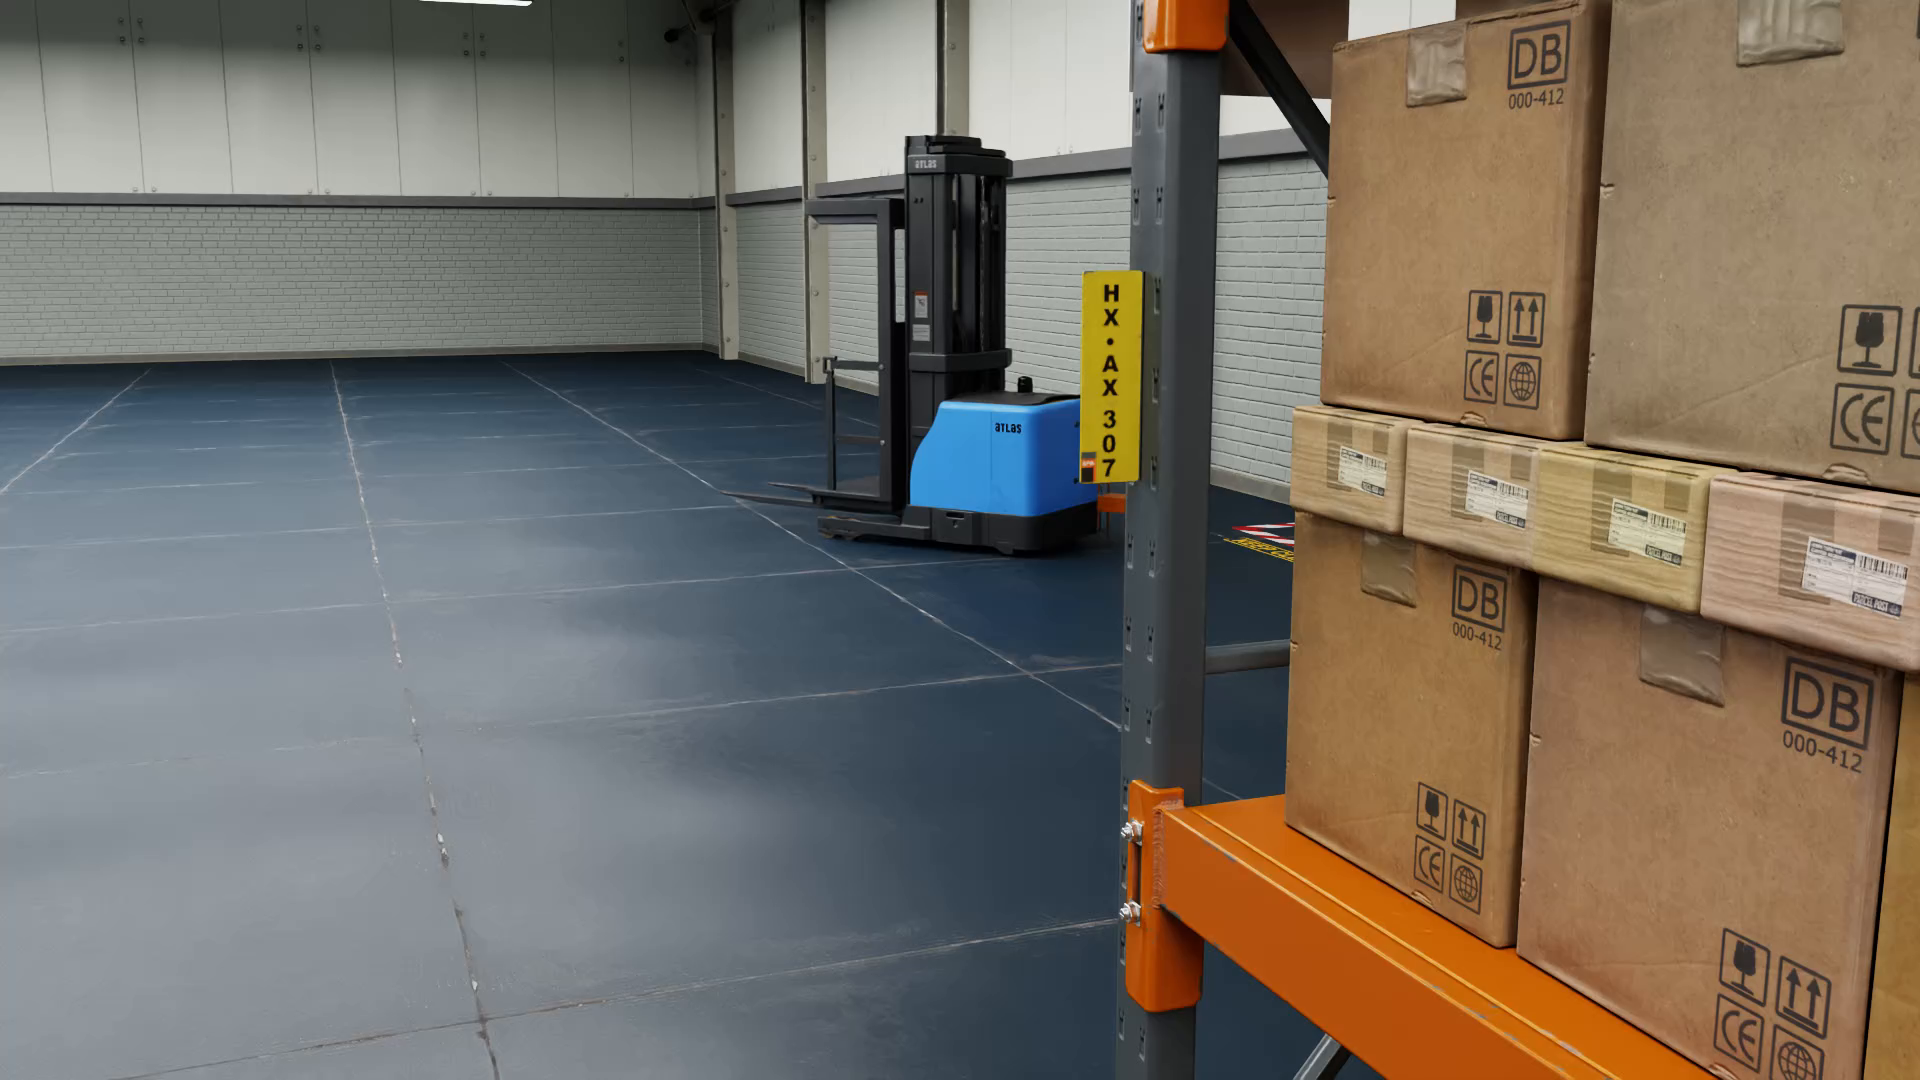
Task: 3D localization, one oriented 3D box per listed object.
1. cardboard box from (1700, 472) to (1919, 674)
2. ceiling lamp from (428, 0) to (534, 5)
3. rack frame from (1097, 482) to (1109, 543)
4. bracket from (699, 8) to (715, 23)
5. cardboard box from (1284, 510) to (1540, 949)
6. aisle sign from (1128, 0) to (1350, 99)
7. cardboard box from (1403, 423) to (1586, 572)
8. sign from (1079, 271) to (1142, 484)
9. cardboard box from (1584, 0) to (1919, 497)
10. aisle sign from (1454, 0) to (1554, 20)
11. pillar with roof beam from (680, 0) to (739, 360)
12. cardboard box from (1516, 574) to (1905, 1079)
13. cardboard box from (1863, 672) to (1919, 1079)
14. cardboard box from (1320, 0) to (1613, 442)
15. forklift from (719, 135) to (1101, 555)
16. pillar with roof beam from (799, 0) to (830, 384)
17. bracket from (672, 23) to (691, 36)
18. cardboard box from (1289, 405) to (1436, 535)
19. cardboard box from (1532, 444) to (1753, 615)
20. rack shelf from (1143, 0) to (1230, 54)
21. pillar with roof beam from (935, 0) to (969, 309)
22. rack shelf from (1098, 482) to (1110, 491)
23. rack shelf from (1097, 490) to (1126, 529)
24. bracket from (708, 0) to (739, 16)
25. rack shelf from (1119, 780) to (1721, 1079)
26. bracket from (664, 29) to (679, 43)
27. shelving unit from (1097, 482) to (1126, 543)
[{"bbox_3d":[0.970,0.015,1.635,0.380,0.149,0.250,-4,11,-22],"label":"cardboard box"},{"bbox_3d":[-7.667,-9.854,25.454,2.000,3.185,0.800,-4,11,-21],"label":"ceiling lamp"},{"bbox_3d":[1.063,-0.511,12.295,0.008,1.050,0.200,6,12,29],"label":"rack frame"},{"bbox_3d":[-4.624,-9.607,30.458,0.235,0.232,0.430,-4,11,-21],"label":"bracket"},{"bbox_3d":[0.909,0.208,2.399,0.700,0.500,0.500,-4,11,-21],"label":"cardboard box"},{"bbox_3d":[0.443,-1.091,2.564,0.394,0.787,0.004,-4,11,-21],"label":"aisle sign"},{"bbox_3d":[0.792,-0.067,2.097,0.380,0.149,0.250,-4,11,-22],"label":"cardboard box"},{"bbox_3d":[0.233,-0.250,2.565,0.100,0.325,0.005,-4,11,-21],"label":"sign"},{"bbox_3d":[1.124,-0.336,1.756,0.700,0.500,0.500,-4,11,-22],"label":"cardboard box"},{"bbox_3d":[1.002,-1.129,2.778,0.394,0.787,0.004,-4,11,-21],"label":"aisle sign"},{"bbox_3d":[-8.456,-7.652,29.745,9.100,9.000,0.548,-4,11,-21],"label":"pillar with roof beam"},{"bbox_3d":[1.104,0.294,1.919,0.700,0.500,0.500,-4,11,-19],"label":"cardboard box"},{"bbox_3d":[1.279,0.375,1.461,0.700,0.500,0.500,-4,11,-21],"label":"cardboard box"},{"bbox_3d":[0.928,-0.422,2.237,0.700,0.500,0.500,-4,11,-21],"label":"cardboard box"},{"bbox_3d":[-0.470,-1.511,12.546,3.031,2.935,1.130,6,12,32],"label":"forklift"},{"bbox_3d":[-6.282,-6.673,24.239,9.100,9.000,0.400,-4,11,-21],"label":"pillar with roof beam"},{"bbox_3d":[-5.570,-10.033,32.853,0.076,0.066,3.189,-4,11,-21],"label":"bracket"},{"bbox_3d":[0.693,-0.110,2.338,0.380,0.149,0.250,-4,11,-21],"label":"cardboard box"},{"bbox_3d":[0.881,-0.027,1.867,0.380,0.149,0.250,-4,11,-21],"label":"cardboard box"},{"bbox_3d":[1.477,-0.616,0.805,1.077,0.370,4.000,-4,11,-21],"label":"rack shelf"},{"bbox_3d":[-4.108,-5.694,18.733,9.100,9.000,0.400,-4,11,-21],"label":"pillar with roof beam"},{"bbox_3d":[1.170,-0.490,12.239,0.240,0.259,0.215,6,12,29],"label":"rack shelf"},{"bbox_3d":[1.170,-0.217,12.287,0.240,0.259,0.215,6,12,29],"label":"rack shelf"},{"bbox_3d":[-3.691,-9.187,28.094,0.076,0.066,4.783,-4,11,-21],"label":"bracket"},{"bbox_3d":[1.477,0.861,1.068,1.077,0.370,4.000,-4,11,-21],"label":"rack shelf"},{"bbox_3d":[-5.784,-10.130,33.395,0.235,0.232,0.430,-4,11,-21],"label":"bracket"},{"bbox_3d":[1.170,-0.501,12.237,0.252,1.050,0.215,6,12,29],"label":"shelving unit"}]
